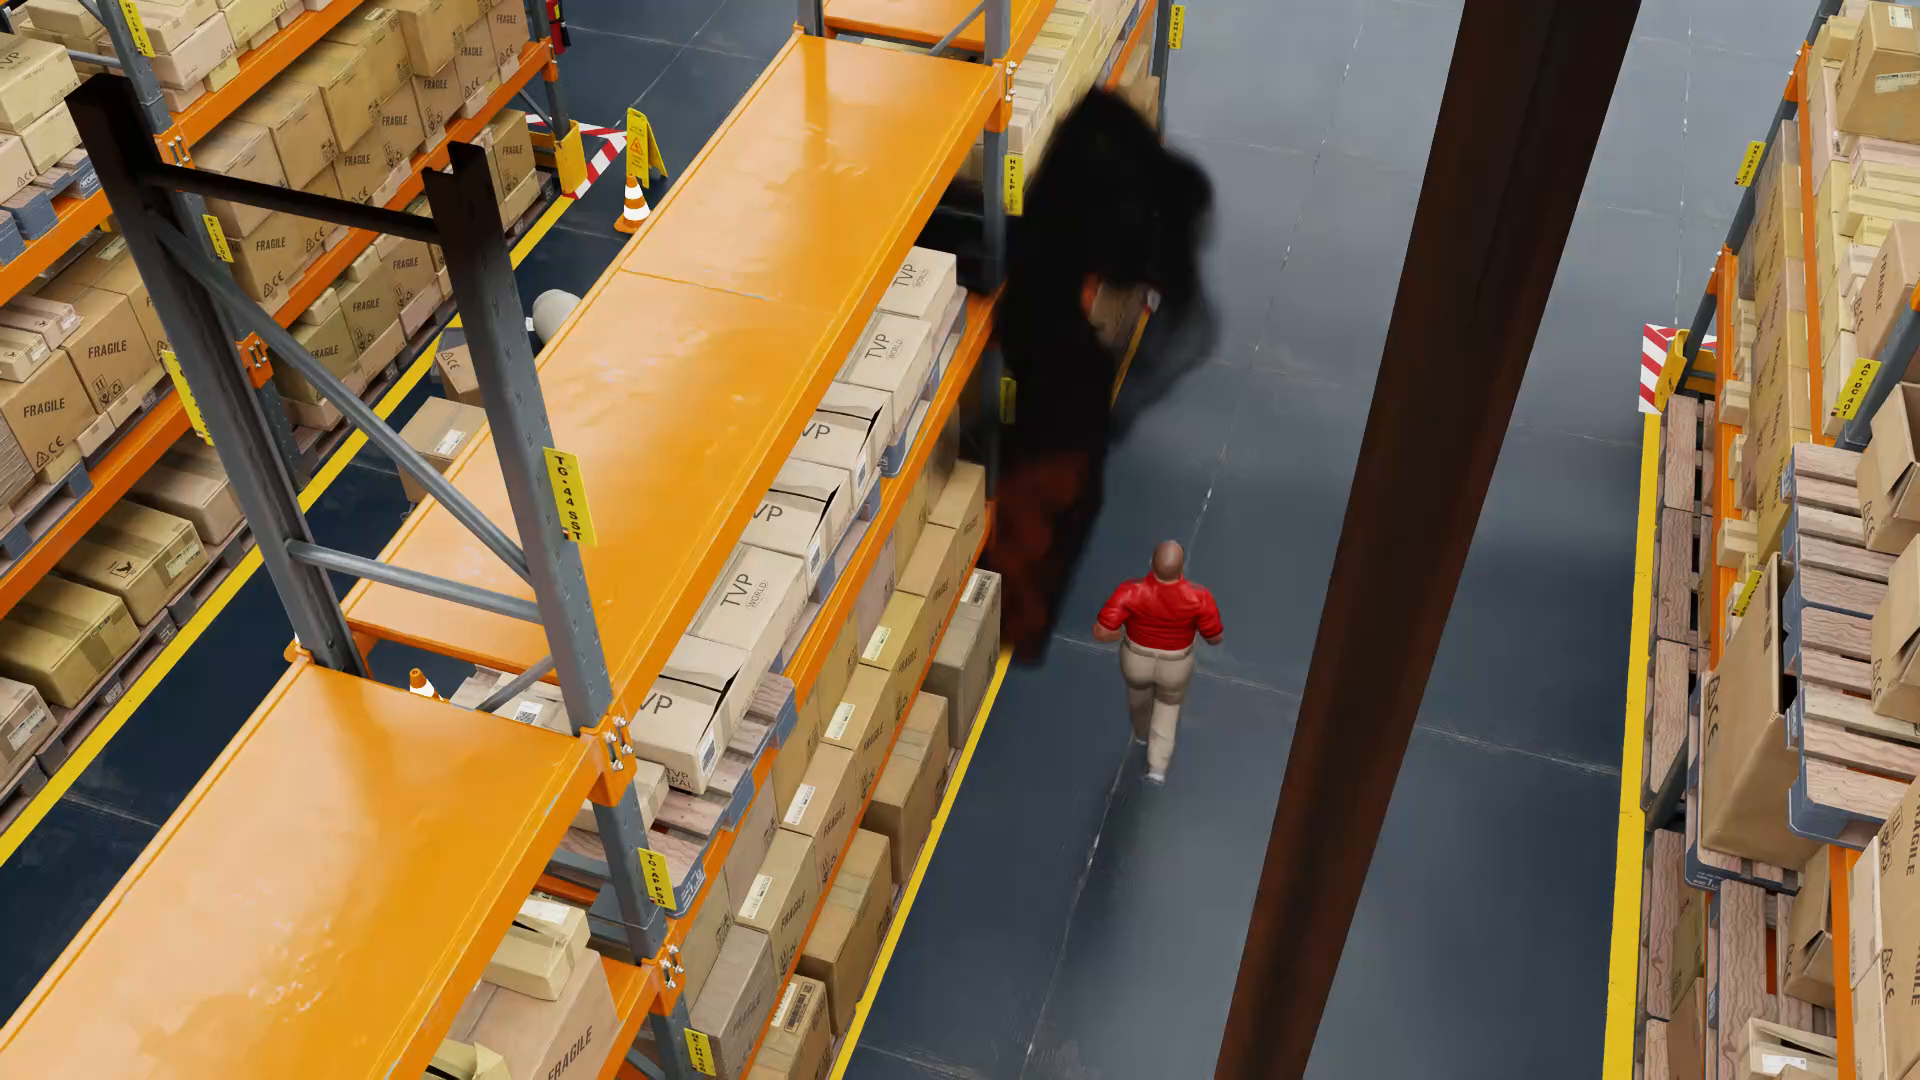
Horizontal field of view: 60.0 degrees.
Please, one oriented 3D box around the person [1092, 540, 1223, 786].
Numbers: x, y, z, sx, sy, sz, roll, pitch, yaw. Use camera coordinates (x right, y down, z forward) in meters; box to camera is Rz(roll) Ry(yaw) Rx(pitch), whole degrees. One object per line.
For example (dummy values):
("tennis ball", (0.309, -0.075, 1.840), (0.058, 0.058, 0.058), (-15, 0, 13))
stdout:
("person", (1.036, 0.686, 8.908), (0.672, 1.753, 0.814), (8, 46, 7))
